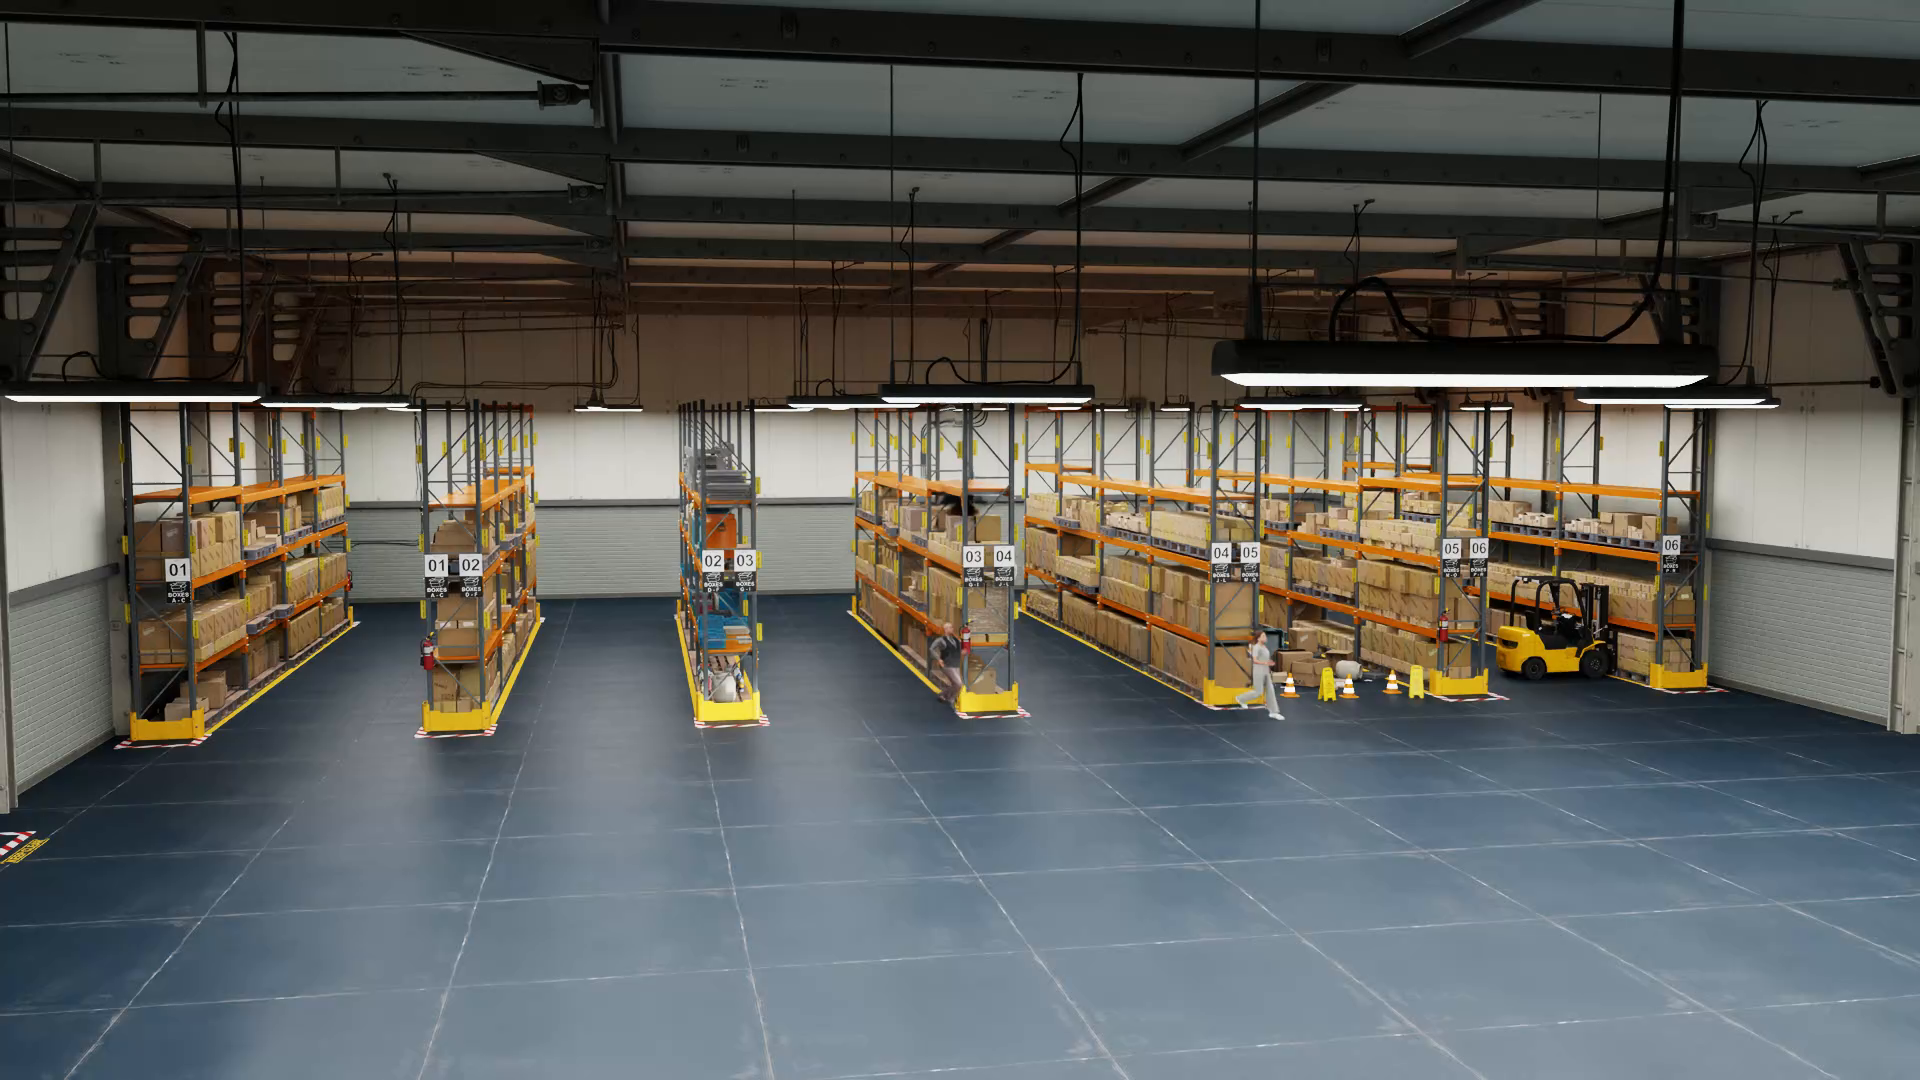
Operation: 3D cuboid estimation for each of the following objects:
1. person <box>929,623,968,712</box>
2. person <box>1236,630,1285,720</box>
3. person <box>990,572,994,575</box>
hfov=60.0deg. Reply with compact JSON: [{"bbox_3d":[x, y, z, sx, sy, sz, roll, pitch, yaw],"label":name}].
[{"bbox_3d":[-0.177,2.380,31.219,0.705,1.639,0.635,3,5,37],"label":"person"},{"bbox_3d":[5.632,2.515,31.202,0.970,1.659,0.582,3,5,36],"label":"person"},{"bbox_3d":[0.613,1.220,48.498,0.676,1.659,0.925,3,5,33],"label":"person"}]
